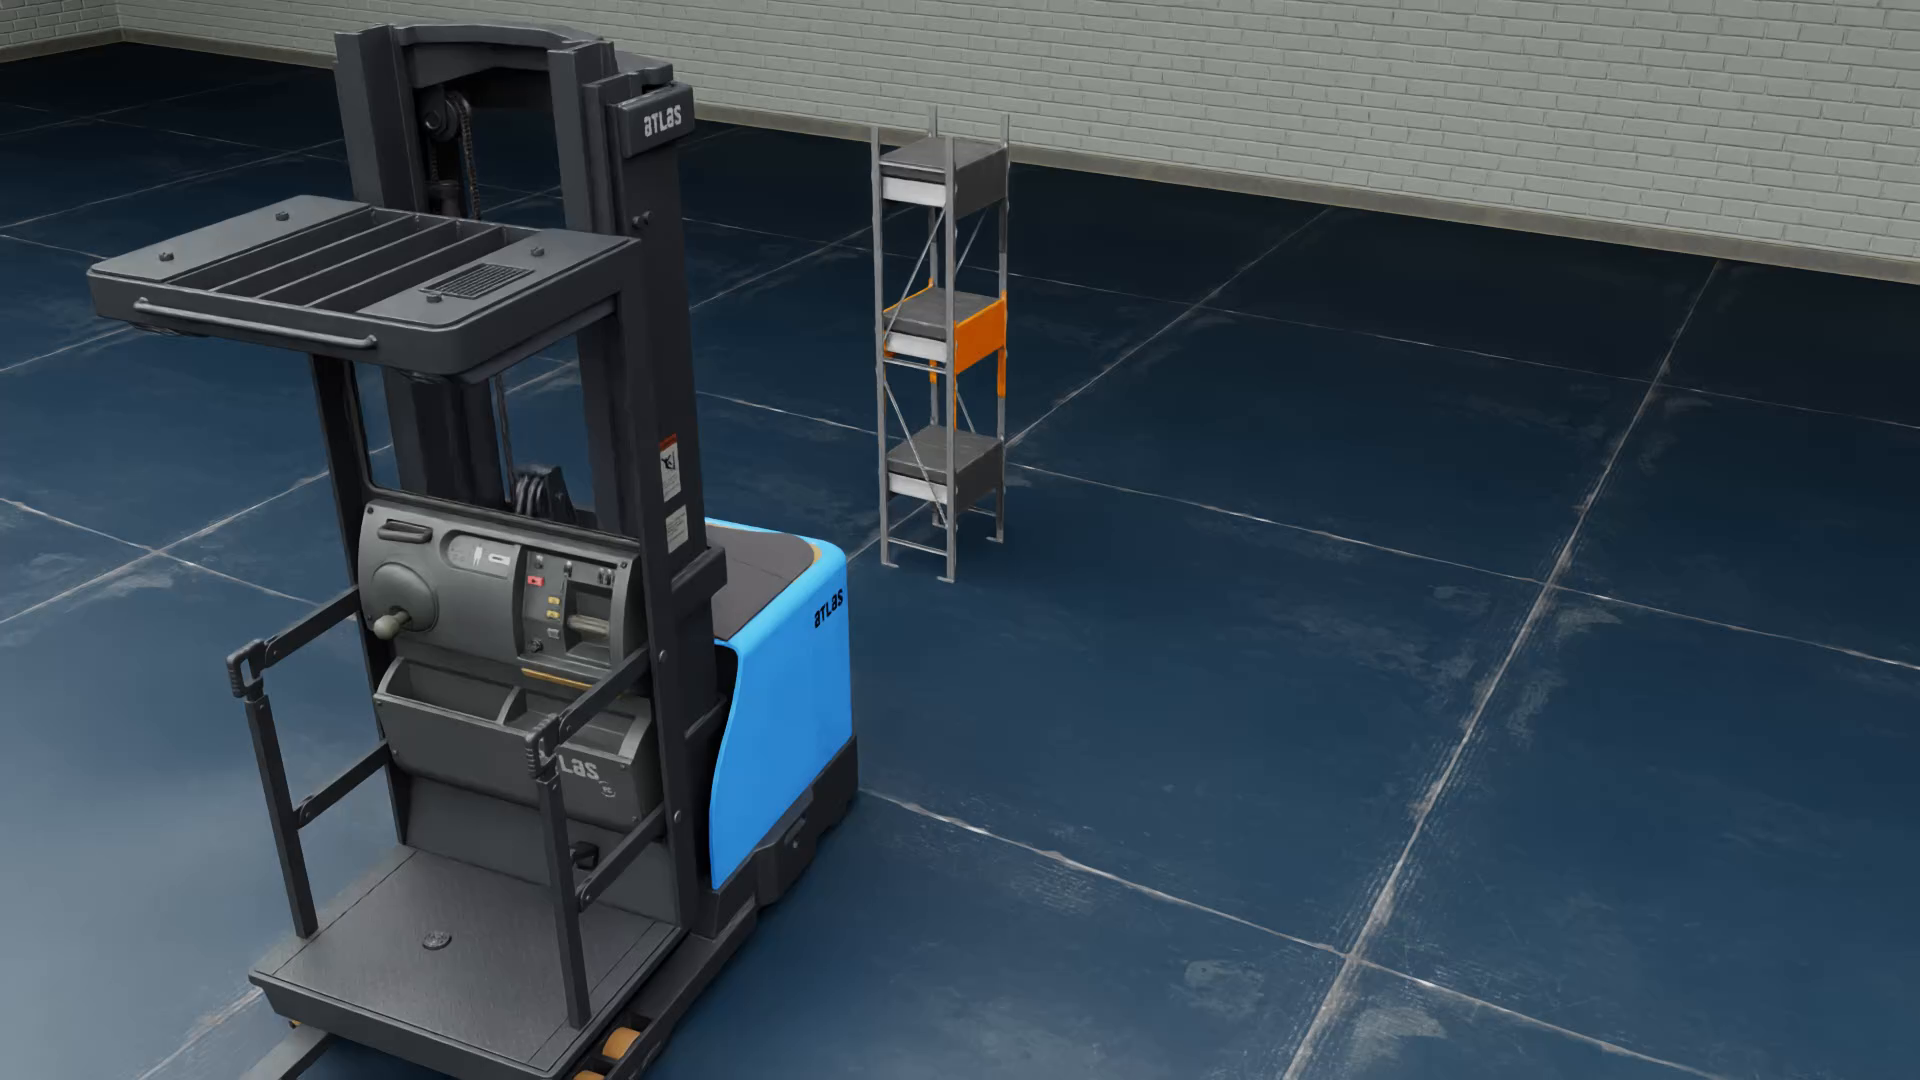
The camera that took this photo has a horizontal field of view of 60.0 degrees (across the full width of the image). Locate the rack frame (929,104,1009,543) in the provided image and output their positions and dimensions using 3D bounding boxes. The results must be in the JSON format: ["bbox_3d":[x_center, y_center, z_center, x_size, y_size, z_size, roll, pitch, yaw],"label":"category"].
[{"bbox_3d":[0.039,-0.970,7.841,0.400,2.100,0.015,14,30,26],"label":"rack frame"}]

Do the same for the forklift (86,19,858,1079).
[{"bbox_3d":[-1.426,0.184,4.608,1.130,2.935,3.031,11,29,21],"label":"forklift"}]

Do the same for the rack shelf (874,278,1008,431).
[{"bbox_3d":[-0.081,-0.862,7.657,0.431,0.518,0.480,14,30,26],"label":"rack shelf"}]

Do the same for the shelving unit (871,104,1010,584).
[{"bbox_3d":[-0.081,-0.874,7.651,0.431,2.100,0.503,14,30,26],"label":"shelving unit"}]

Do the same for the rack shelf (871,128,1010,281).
[{"bbox_3d":[-0.081,-1.488,7.344,0.431,0.518,0.480,14,30,26],"label":"rack shelf"}]

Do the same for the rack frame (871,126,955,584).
[{"bbox_3d":[-0.201,-0.779,7.461,0.400,2.100,0.015,14,30,26],"label":"rack frame"}]

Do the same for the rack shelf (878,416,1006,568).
[{"bbox_3d":[-0.081,-0.236,7.971,0.431,0.518,0.480,14,30,26],"label":"rack shelf"}]
